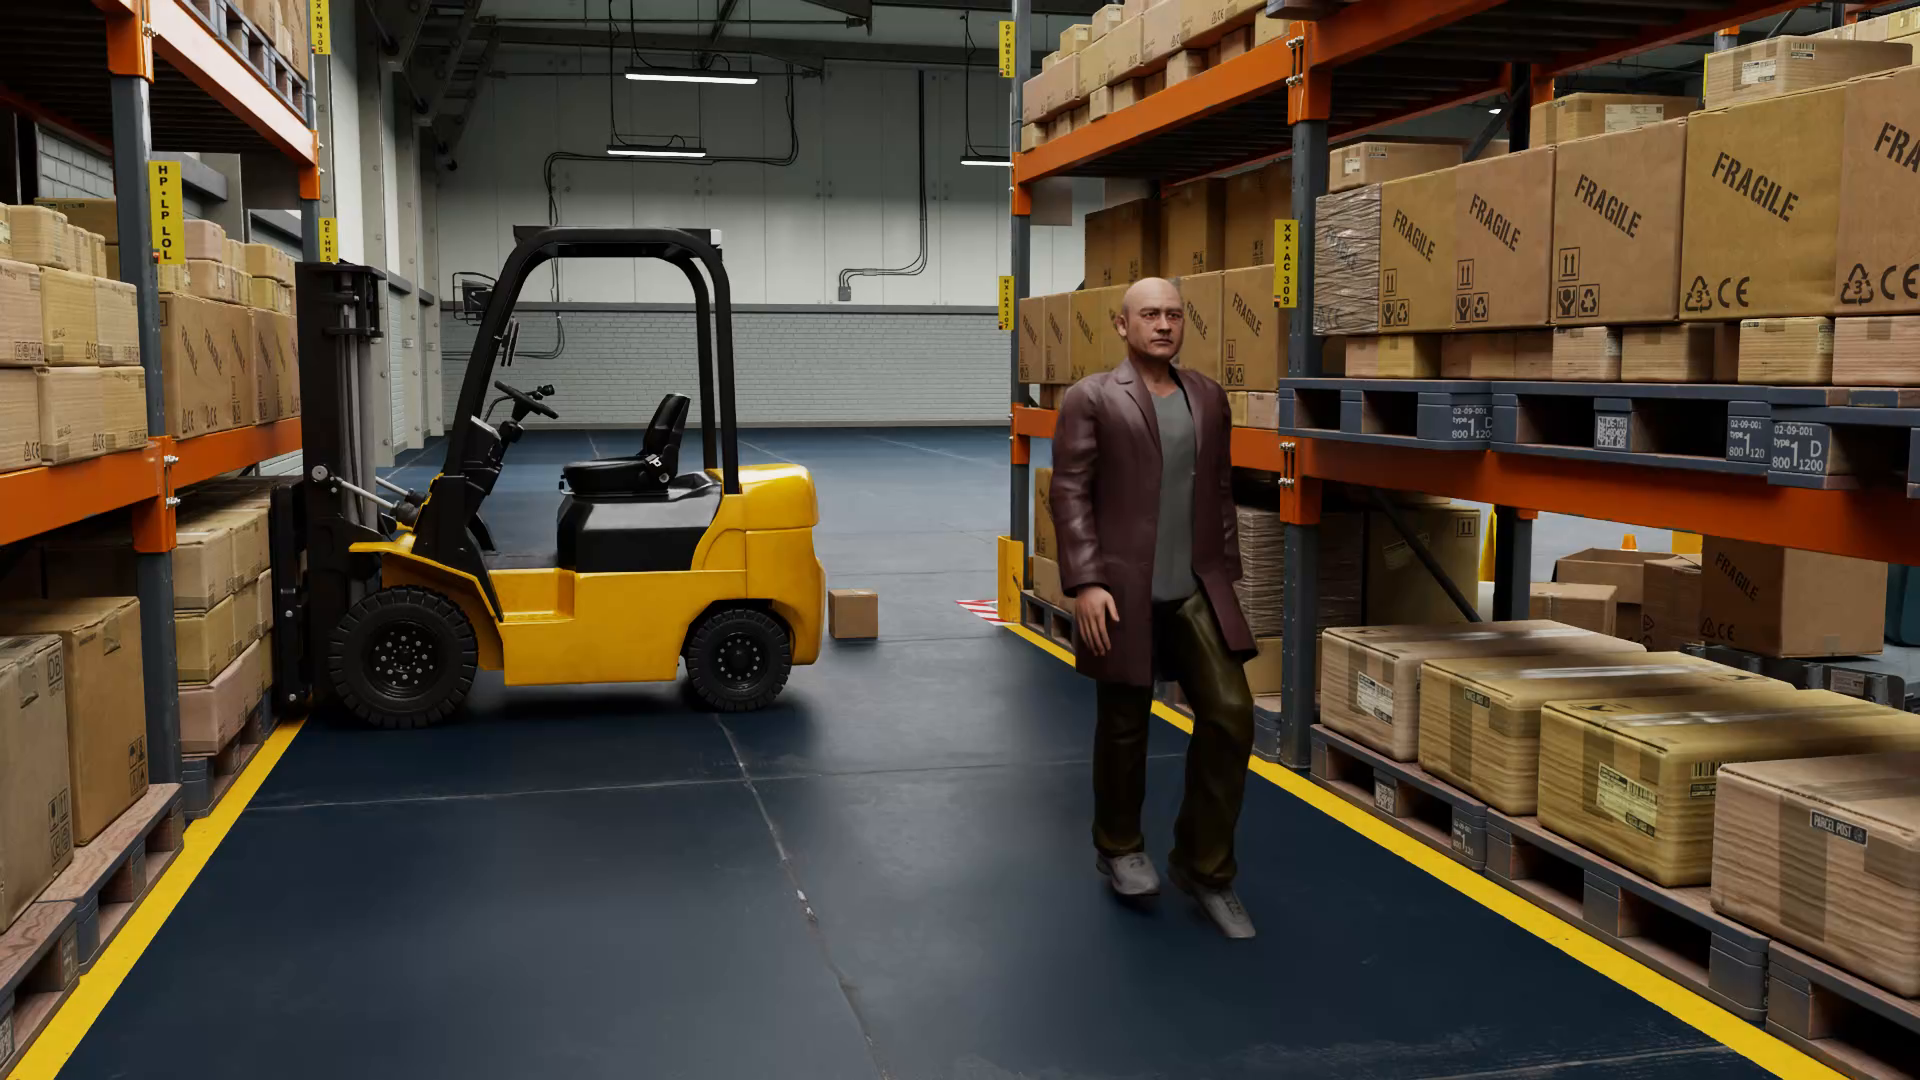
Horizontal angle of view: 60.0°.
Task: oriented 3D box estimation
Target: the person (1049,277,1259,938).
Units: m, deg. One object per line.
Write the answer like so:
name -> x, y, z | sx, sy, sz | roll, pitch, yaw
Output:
person -> 0.556, 0.191, 4.692 | 0.626, 1.850, 0.624 | -2, 6, -15
